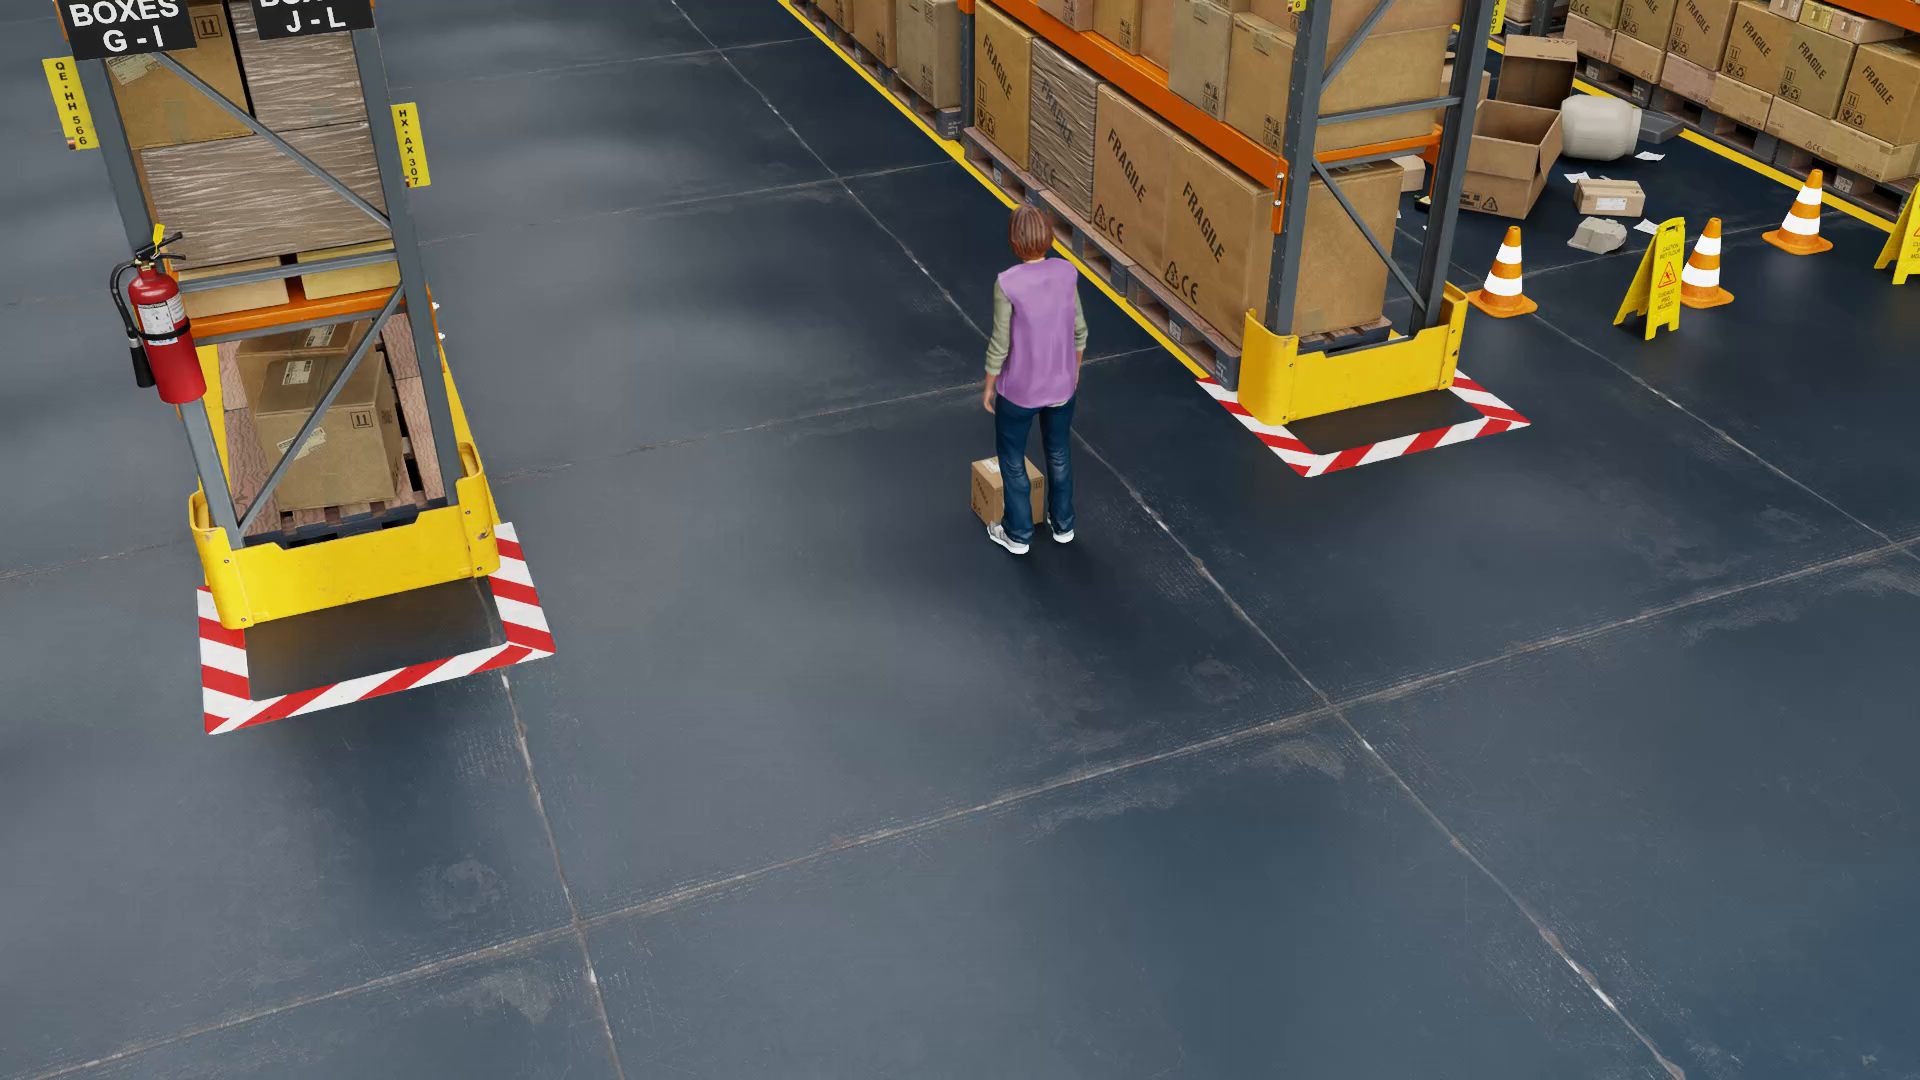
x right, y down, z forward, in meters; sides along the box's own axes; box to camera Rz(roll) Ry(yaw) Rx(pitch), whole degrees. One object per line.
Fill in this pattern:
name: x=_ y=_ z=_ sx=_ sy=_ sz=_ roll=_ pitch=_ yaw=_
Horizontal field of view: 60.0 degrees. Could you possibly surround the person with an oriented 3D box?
person: x=0.319 y=-0.659 z=7.130 sx=0.463 sy=1.592 sz=0.345 roll=-13 pitch=36 yaw=-19
